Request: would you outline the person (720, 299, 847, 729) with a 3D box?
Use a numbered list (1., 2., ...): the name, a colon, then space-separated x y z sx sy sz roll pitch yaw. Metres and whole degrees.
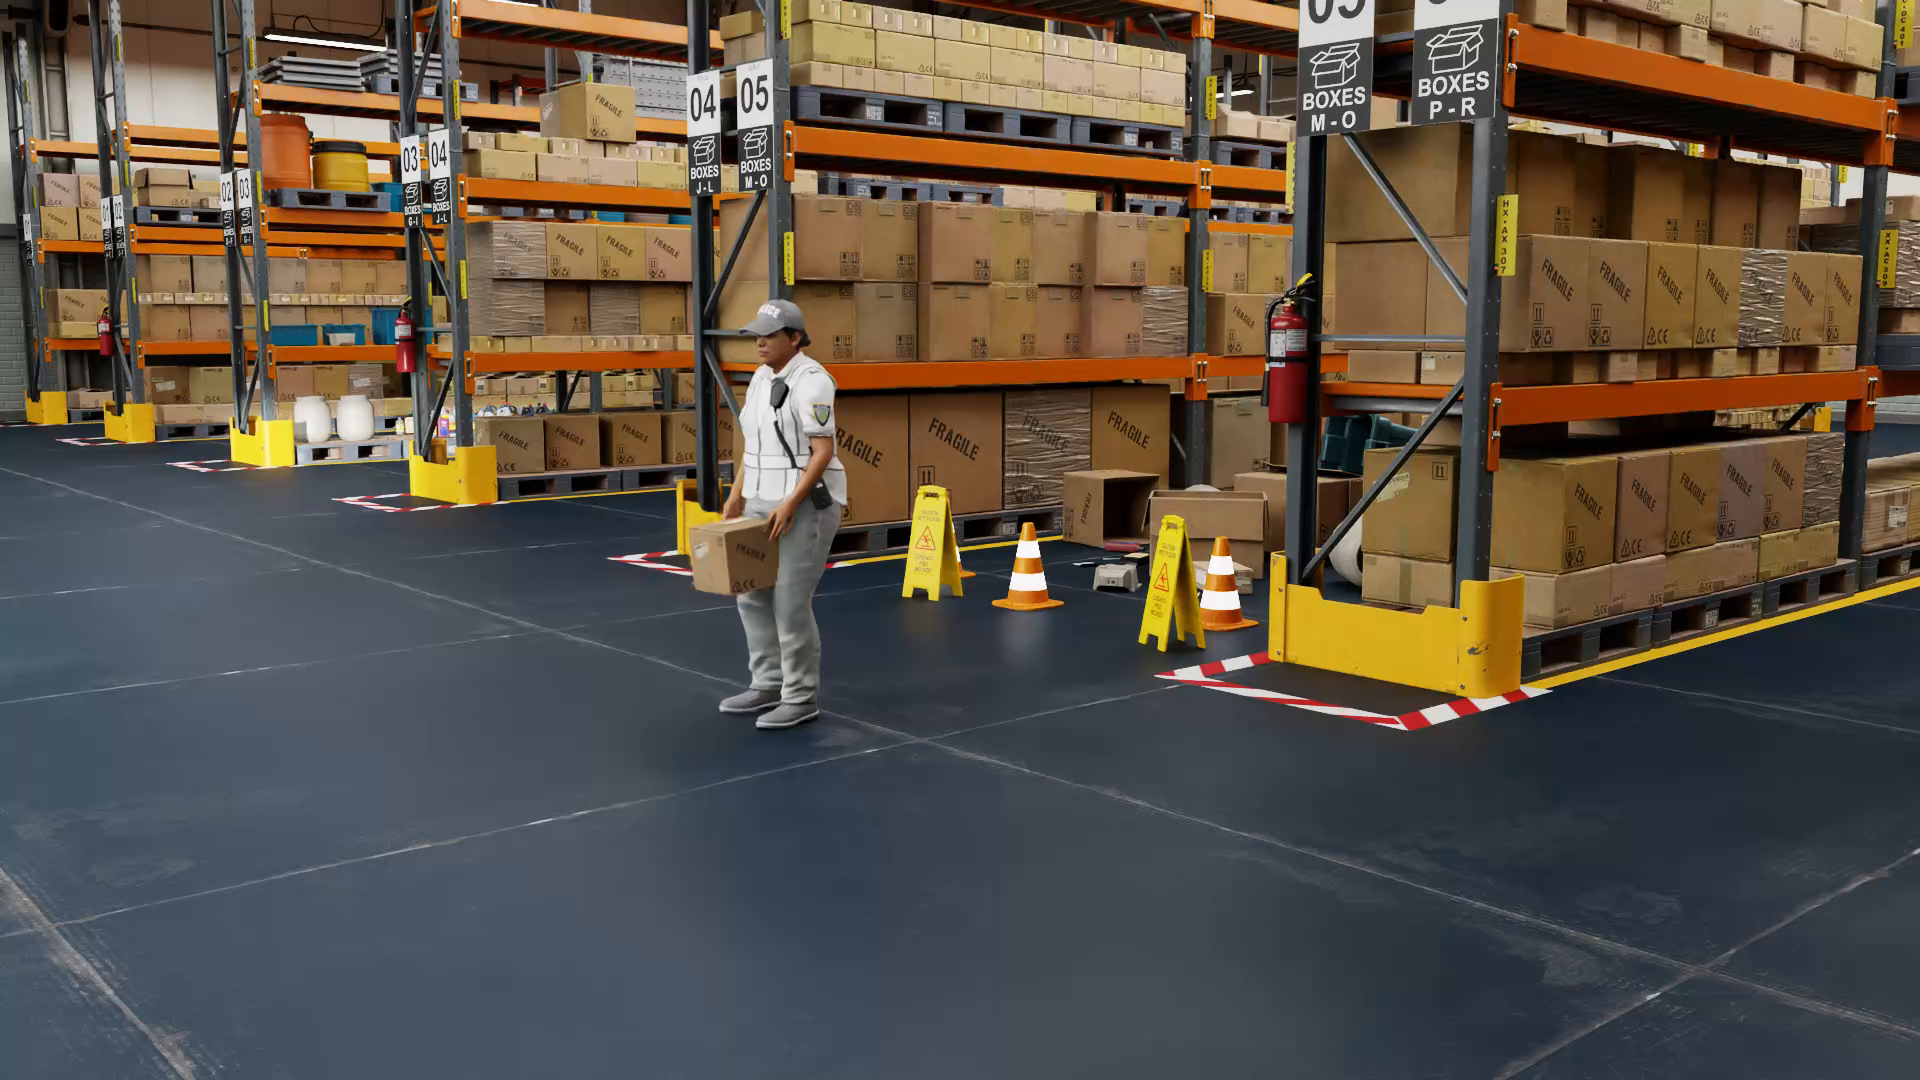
1. person: -0.707 -0.117 6.627 0.451 1.672 0.516 -7 10 -42
